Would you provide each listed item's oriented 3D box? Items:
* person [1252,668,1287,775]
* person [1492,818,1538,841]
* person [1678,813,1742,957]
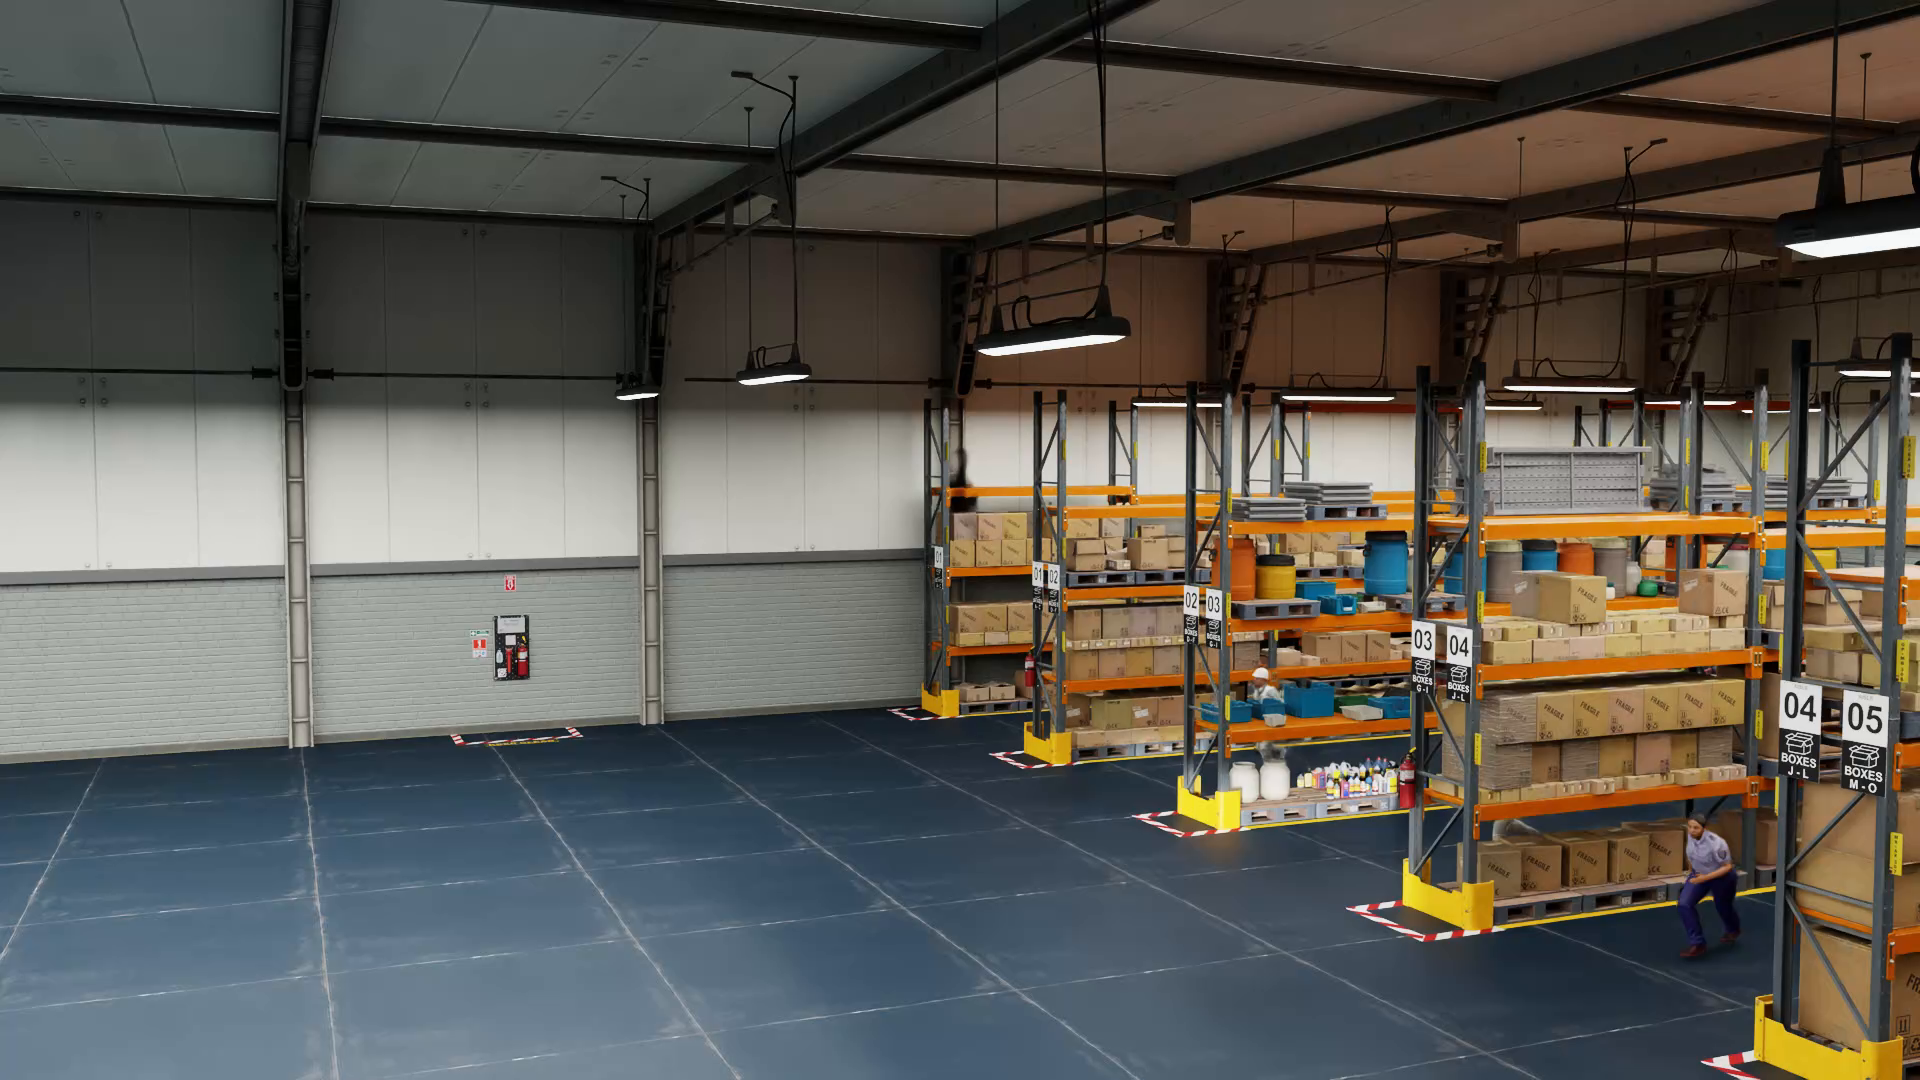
[{"bbox_3d":[4.770,2.776,25.595,0.674,1.639,0.638,-2,4,-31],"label":"person"},{"bbox_3d":[6.760,3.192,20.372,0.999,1.626,0.629,-2,4,-31],"label":"person"},{"bbox_3d":[7.622,3.417,16.722,1.037,1.468,0.595,-2,4,-34],"label":"person"}]
